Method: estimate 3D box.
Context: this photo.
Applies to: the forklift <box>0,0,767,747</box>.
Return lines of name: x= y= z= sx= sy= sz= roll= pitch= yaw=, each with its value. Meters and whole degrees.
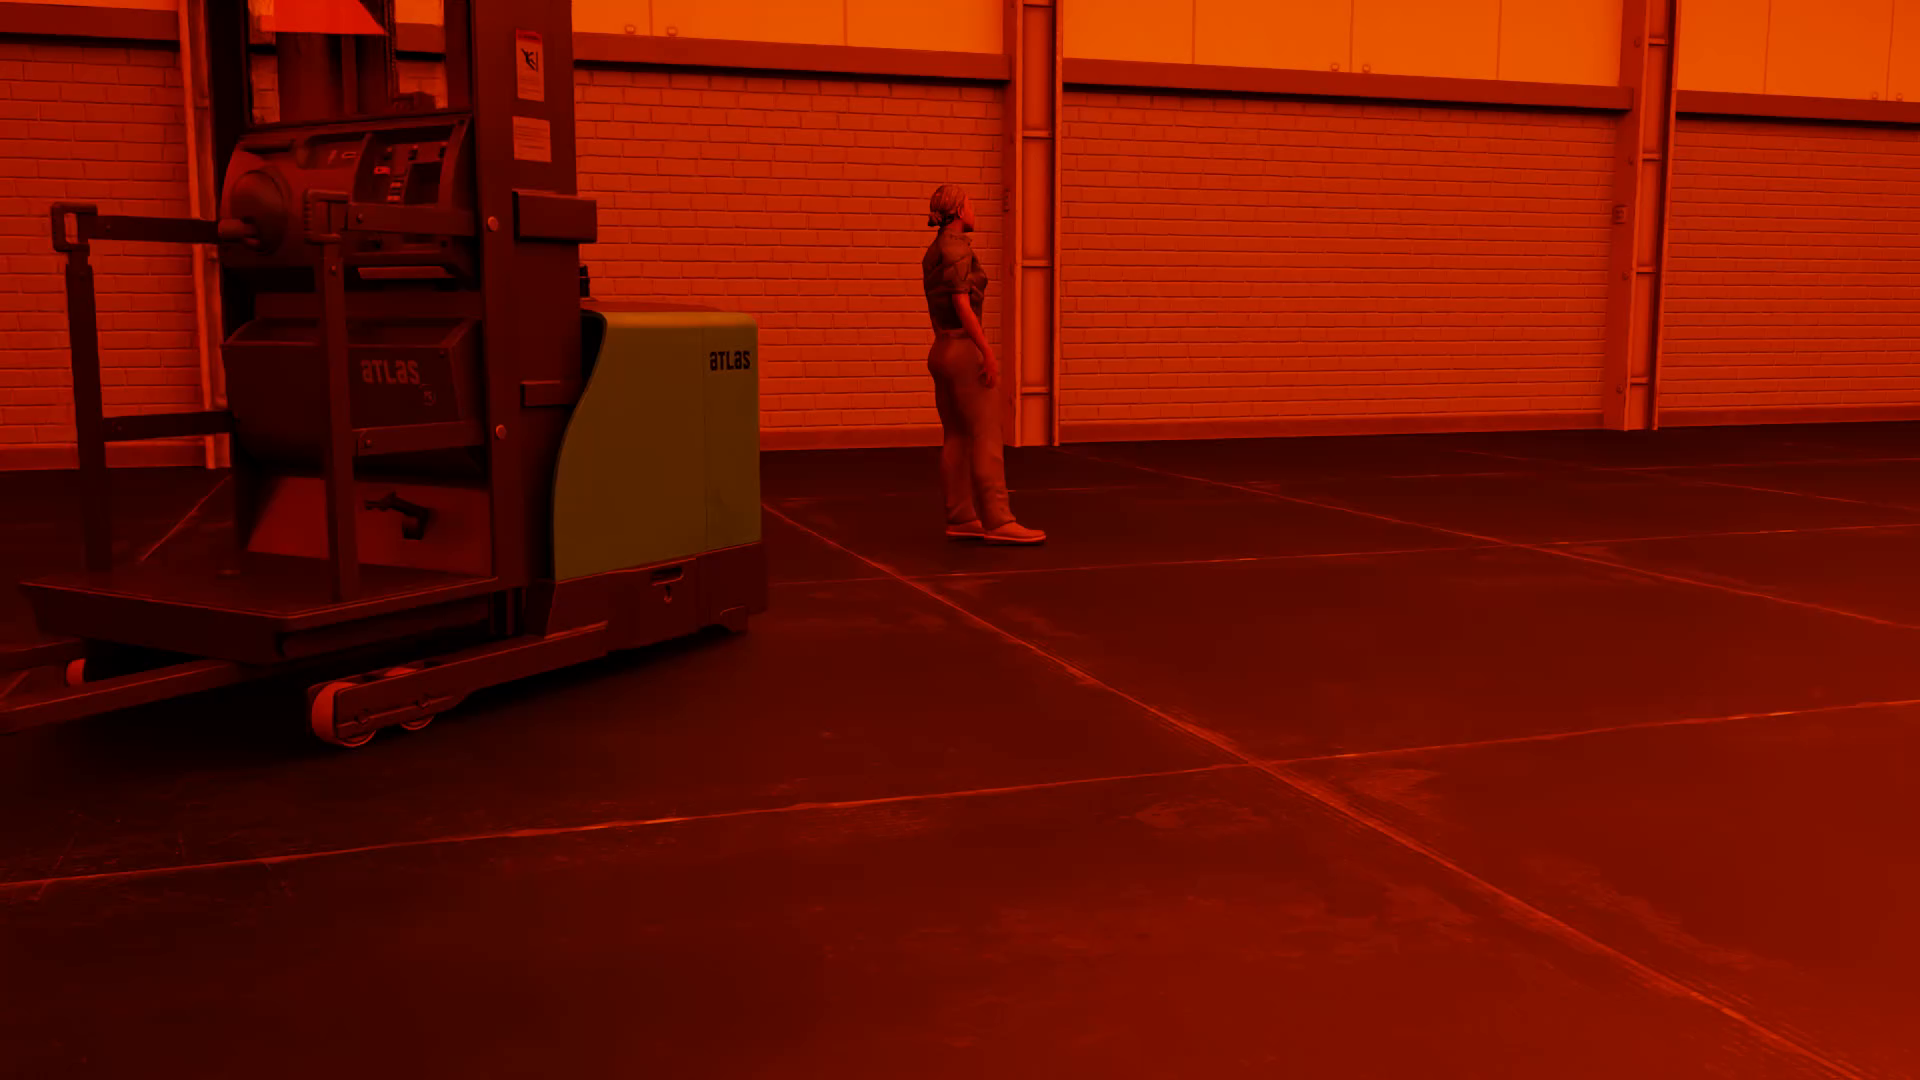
forklift: x=-1.822 y=-1.006 z=4.442 sx=1.130 sy=2.935 sz=3.031 roll=4 pitch=9 yaw=29

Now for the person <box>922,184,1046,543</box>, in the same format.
person: x=0.090 y=-0.823 z=7.821 sx=0.503 sy=1.644 sz=0.569 roll=-3 pitch=8 yaw=-18
